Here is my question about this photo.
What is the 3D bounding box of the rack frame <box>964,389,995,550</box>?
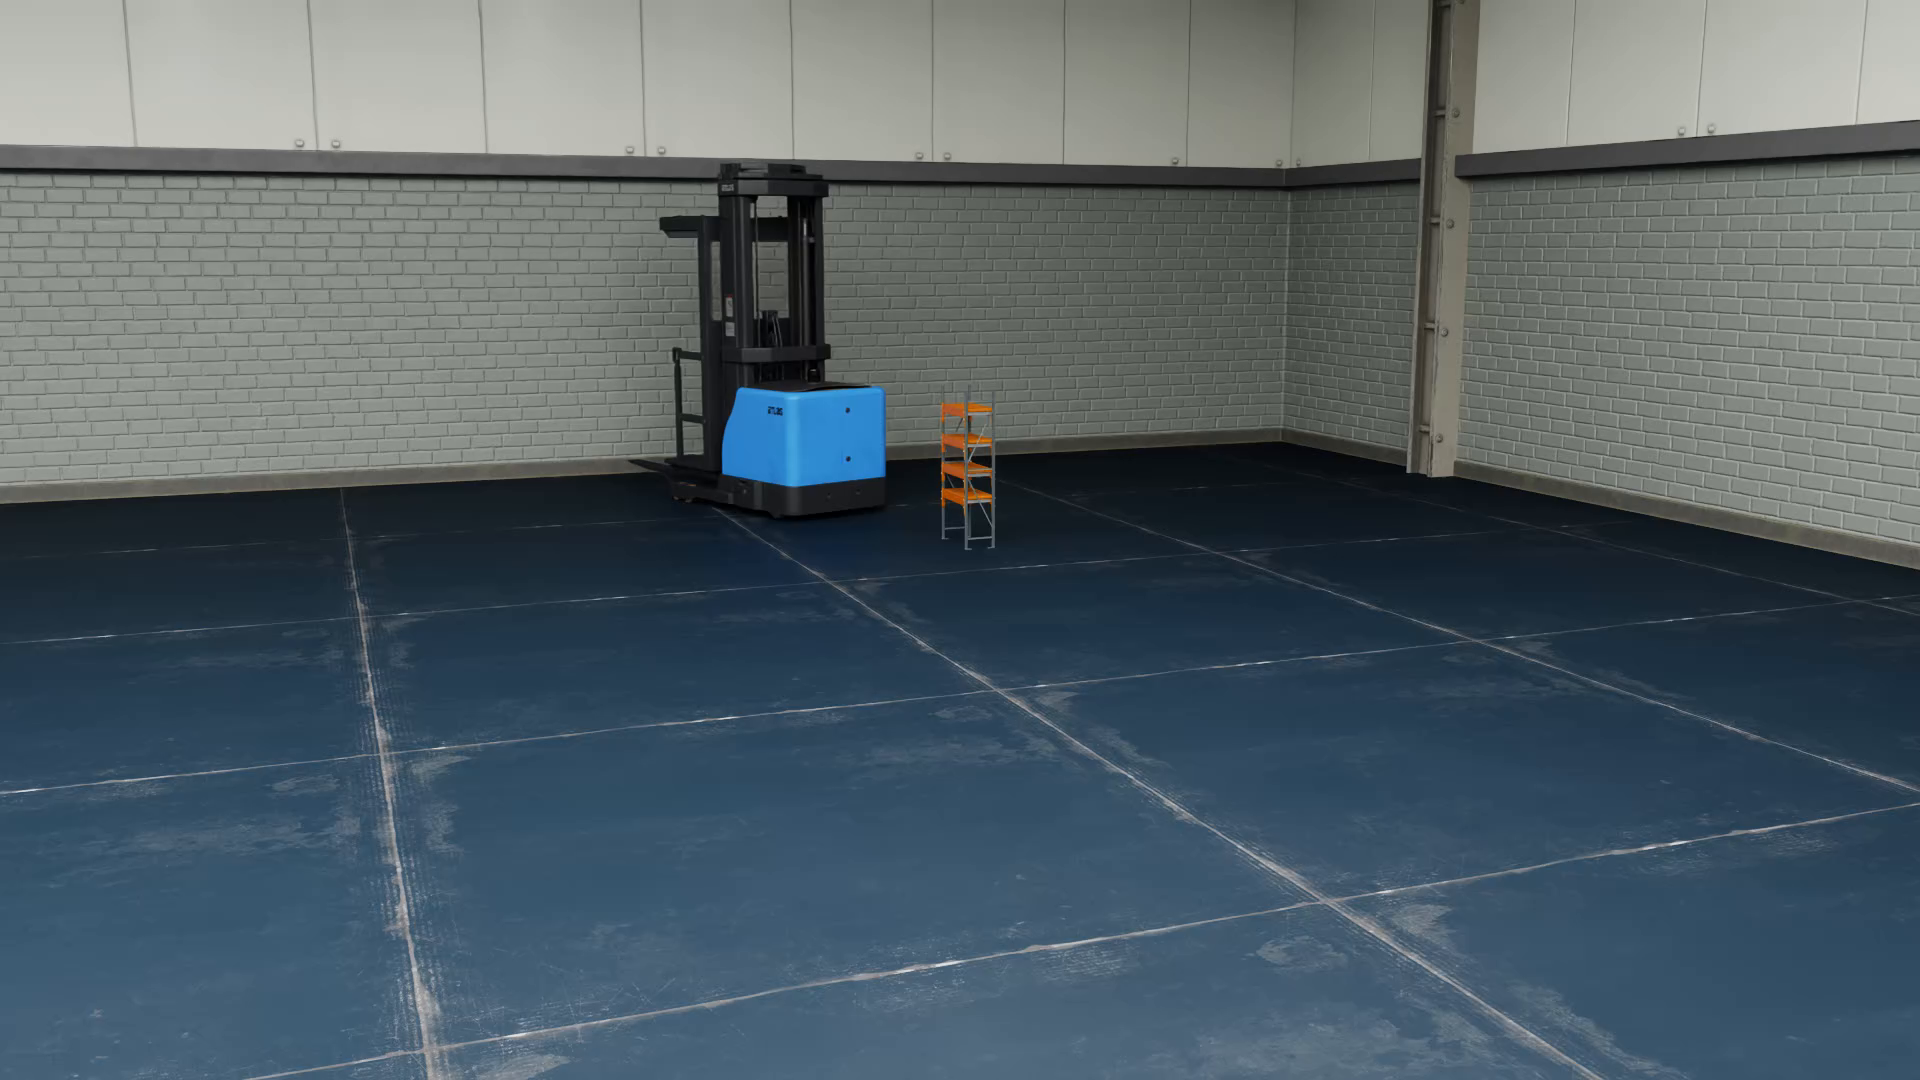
[{"bbox_3d":[0.148,-0.524,12.439,0.240,1.200,0.015,-4,11,-21],"label":"rack frame"}]

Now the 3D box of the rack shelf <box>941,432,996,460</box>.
[{"bbox_3d":[0.060,-0.718,12.636,0.258,0.148,0.480,-4,11,-21],"label":"rack shelf"}]

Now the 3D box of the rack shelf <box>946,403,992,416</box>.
[{"bbox_3d":[0.060,-0.989,12.588,0.221,0.050,0.457,-4,11,-21],"label":"rack shelf"}]

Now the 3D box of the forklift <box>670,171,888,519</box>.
[{"bbox_3d":[-1.600,-1.719,14.399,1.129,2.867,1.939,-8,13,-40],"label":"forklift"}]

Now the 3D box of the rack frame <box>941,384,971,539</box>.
[{"bbox_3d":[-0.028,-0.604,12.887,0.240,1.200,0.015,-4,11,-21],"label":"rack frame"}]

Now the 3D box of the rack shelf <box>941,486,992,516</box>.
[{"bbox_3d":[0.060,-0.302,12.710,0.258,0.148,0.480,-4,11,-21],"label":"rack shelf"}]
